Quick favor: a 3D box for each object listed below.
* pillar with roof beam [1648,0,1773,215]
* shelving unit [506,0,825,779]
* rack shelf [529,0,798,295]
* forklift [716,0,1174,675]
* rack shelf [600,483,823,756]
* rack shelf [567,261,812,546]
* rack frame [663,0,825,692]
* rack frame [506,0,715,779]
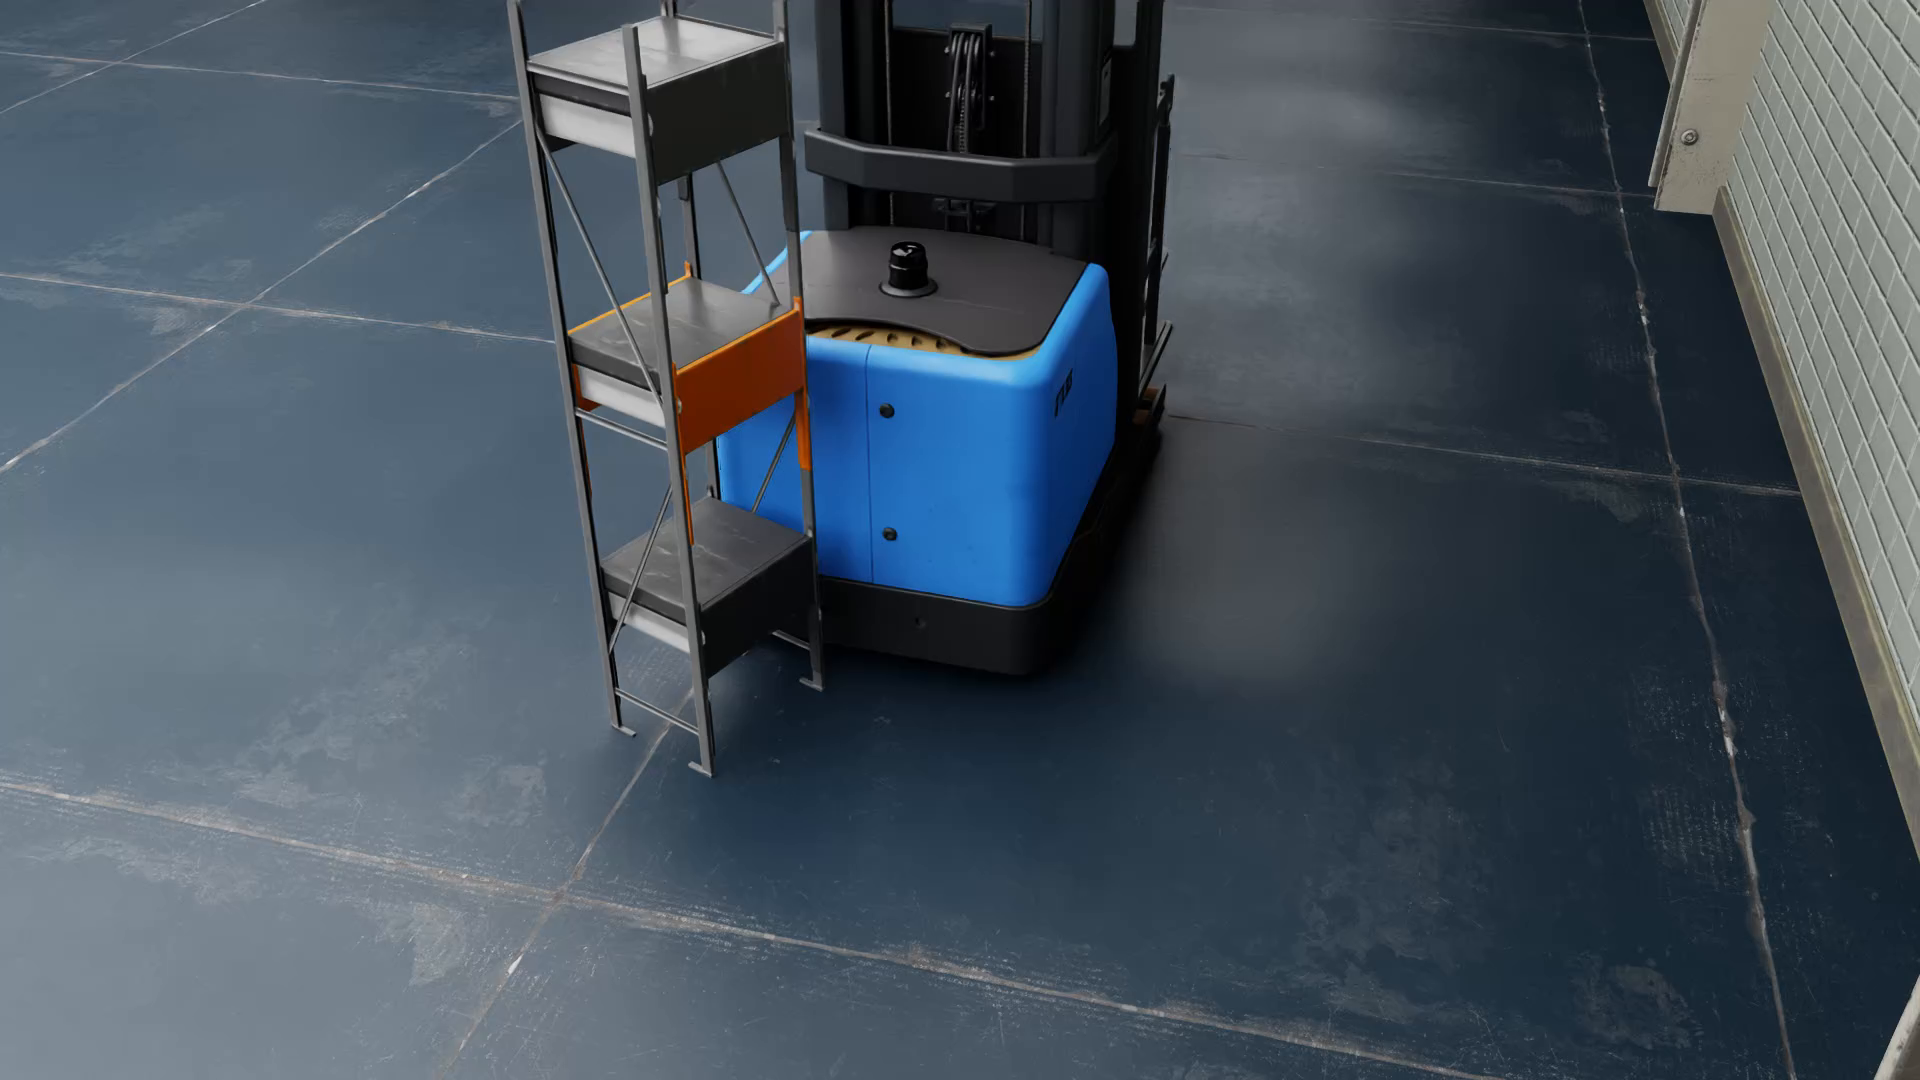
[{"bbox_3d":[-0.471,-6.127,7.000,9.100,9.000,0.400,8,33,12],"label":"pillar with roof beam"},{"bbox_3d":[-0.717,-0.384,4.396,0.431,2.100,0.503,21,38,29],"label":"shelving unit"},{"bbox_3d":[-0.718,-0.963,4.028,0.431,0.518,0.480,21,38,29],"label":"rack shelf"},{"bbox_3d":[0.166,-1.616,5.560,1.130,2.935,3.031,9,34,14],"label":"forklift"},{"bbox_3d":[-0.717,0.218,4.779,0.431,0.518,0.480,21,38,29],"label":"rack shelf"},{"bbox_3d":[-0.717,-0.372,4.403,0.431,0.518,0.480,21,38,29],"label":"rack shelf"},{"bbox_3d":[-0.575,-0.491,4.563,0.400,2.100,0.015,21,38,29],"label":"rack frame"},{"bbox_3d":[-0.859,-0.277,4.229,0.400,2.100,0.015,21,38,29],"label":"rack frame"}]
